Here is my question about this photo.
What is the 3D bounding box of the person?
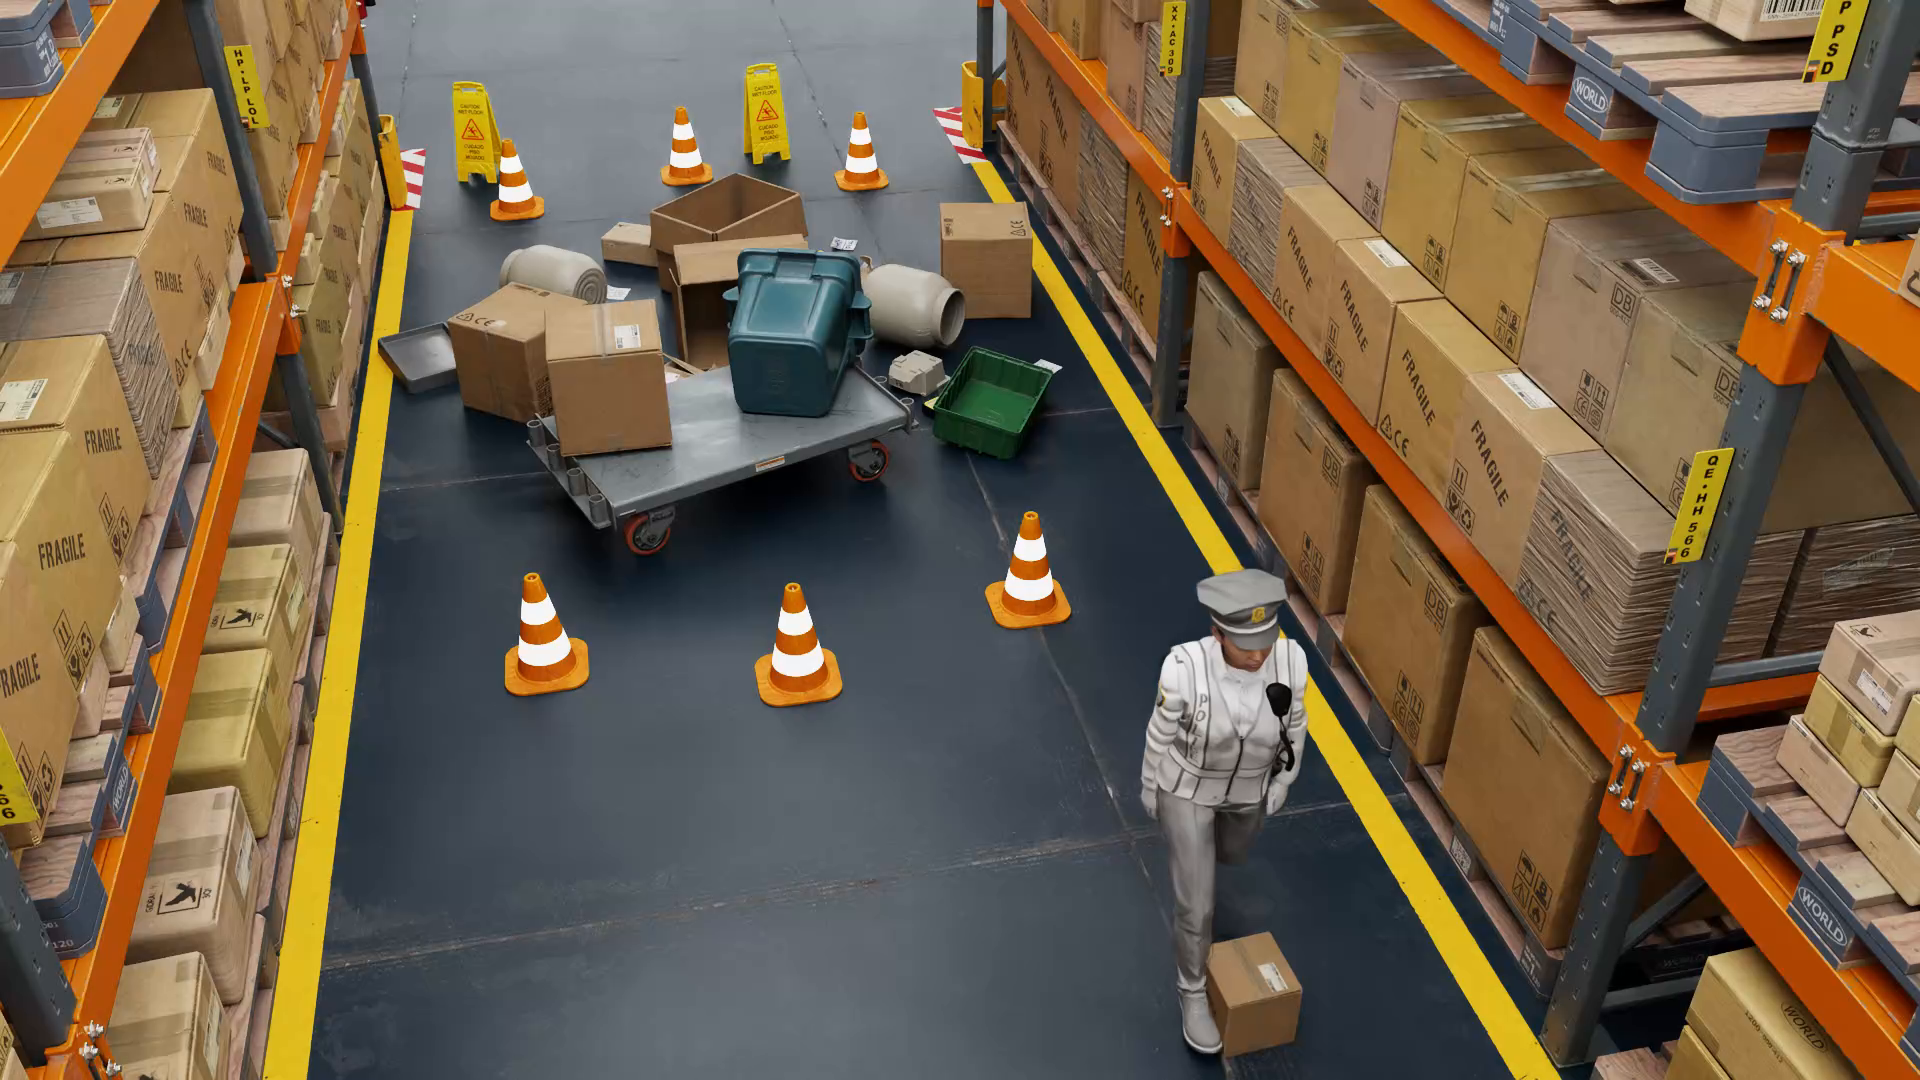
[{"bbox_3d":[0.791,0.696,5.133,0.488,1.624,0.938,-6,35,-9],"label":"person"}]
